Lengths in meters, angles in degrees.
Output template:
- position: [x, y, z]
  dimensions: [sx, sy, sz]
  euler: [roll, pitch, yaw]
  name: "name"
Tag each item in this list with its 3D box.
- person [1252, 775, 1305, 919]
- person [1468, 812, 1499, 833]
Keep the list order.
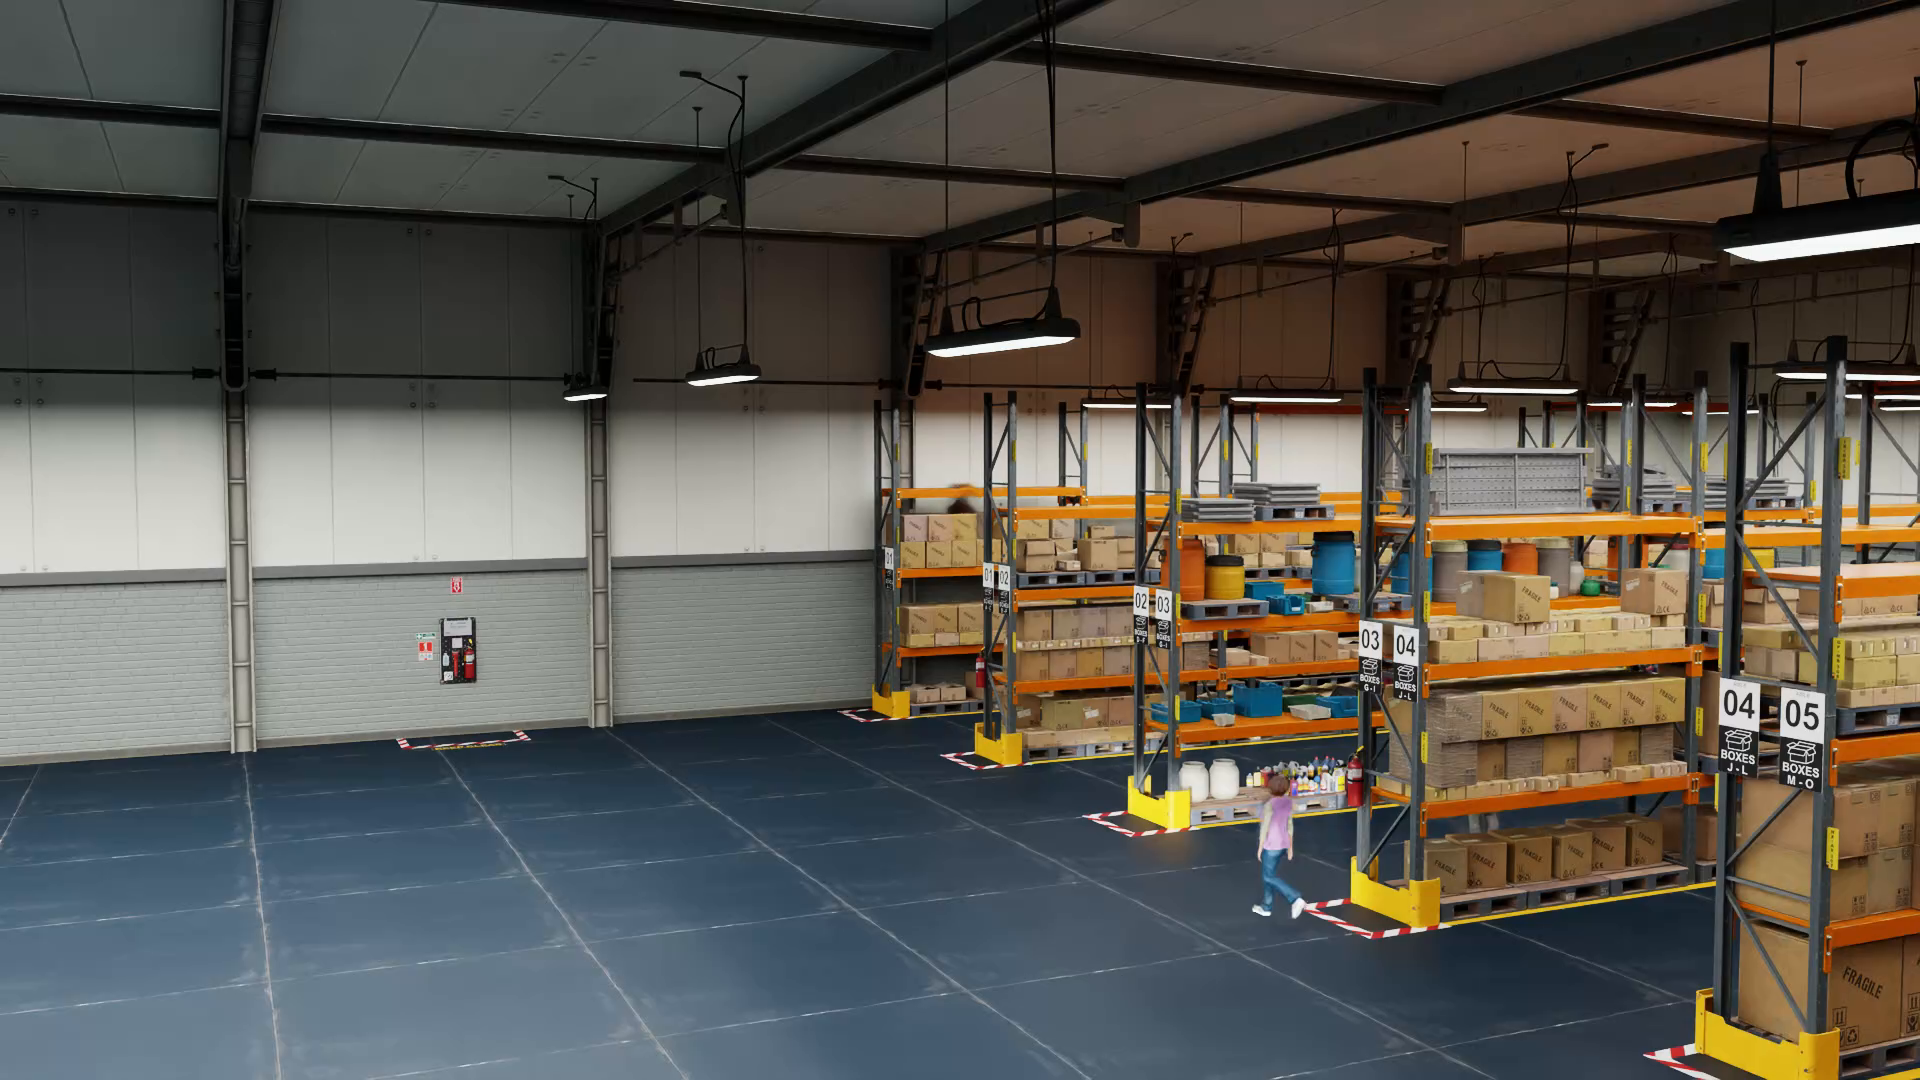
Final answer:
- position: [3.429, 3.325, 17.960]
  dimensions: [0.759, 1.576, 0.410]
  euler: [3, 4, 40]
  name: "person"
- position: [6.433, 3.082, 20.537]
  dimensions: [0.617, 1.755, 0.578]
  euler: [-1, 3, -14]
  name: "person"
